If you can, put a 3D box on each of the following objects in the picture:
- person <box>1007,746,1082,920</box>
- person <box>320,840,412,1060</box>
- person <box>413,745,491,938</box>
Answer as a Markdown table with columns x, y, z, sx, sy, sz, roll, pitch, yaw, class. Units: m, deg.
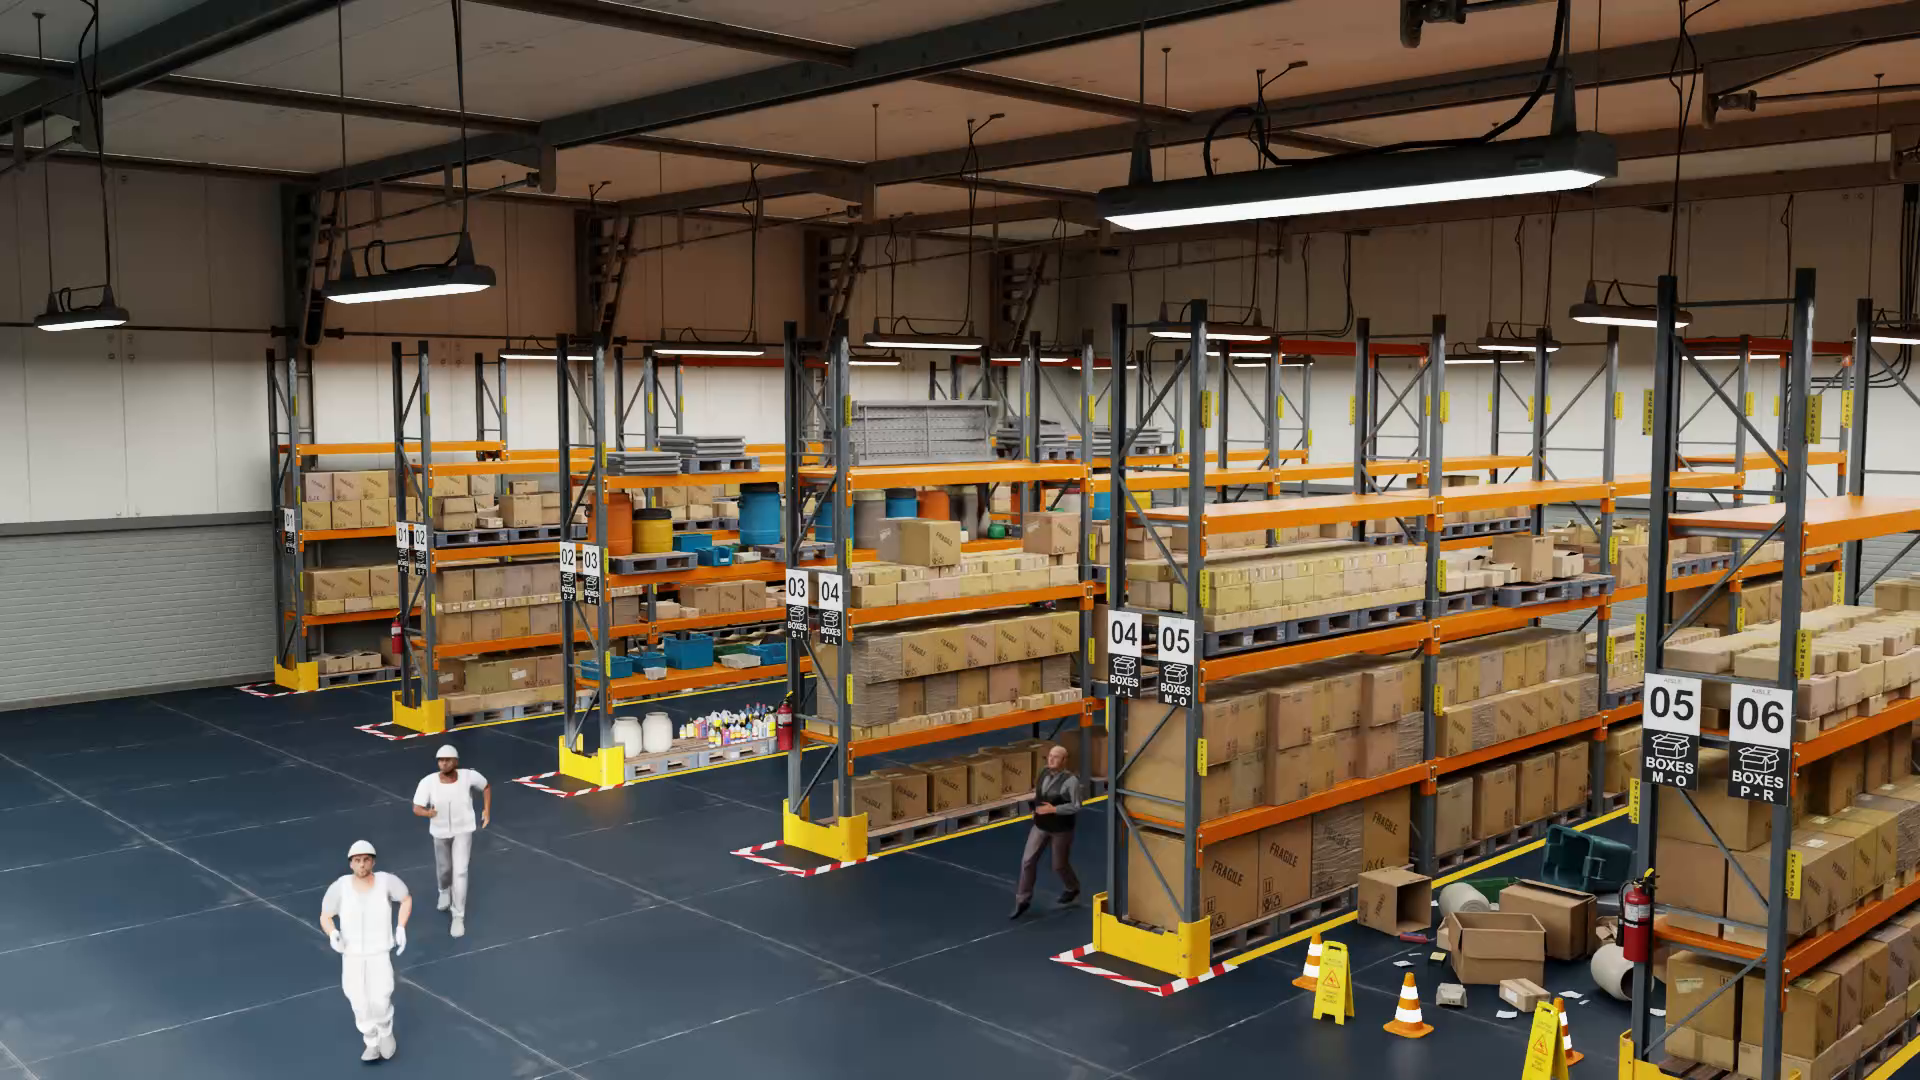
| x | y | z | sx | sy | sz | roll | pitch | yaw | class |
| --- | --- | --- | --- | --- | --- | --- | --- | --- | --- |
| 0.967 | 2.923 | 16.522 | 0.668 | 1.678 | 0.868 | 4 | 7 | 41 | person |
| -4.571 | 3.175 | 12.764 | 0.651 | 1.744 | 0.609 | -1 | 5 | -12 | person |
| -4.959 | 2.877 | 16.269 | 0.711 | 1.806 | 0.940 | -1 | 5 | -9 | person |
